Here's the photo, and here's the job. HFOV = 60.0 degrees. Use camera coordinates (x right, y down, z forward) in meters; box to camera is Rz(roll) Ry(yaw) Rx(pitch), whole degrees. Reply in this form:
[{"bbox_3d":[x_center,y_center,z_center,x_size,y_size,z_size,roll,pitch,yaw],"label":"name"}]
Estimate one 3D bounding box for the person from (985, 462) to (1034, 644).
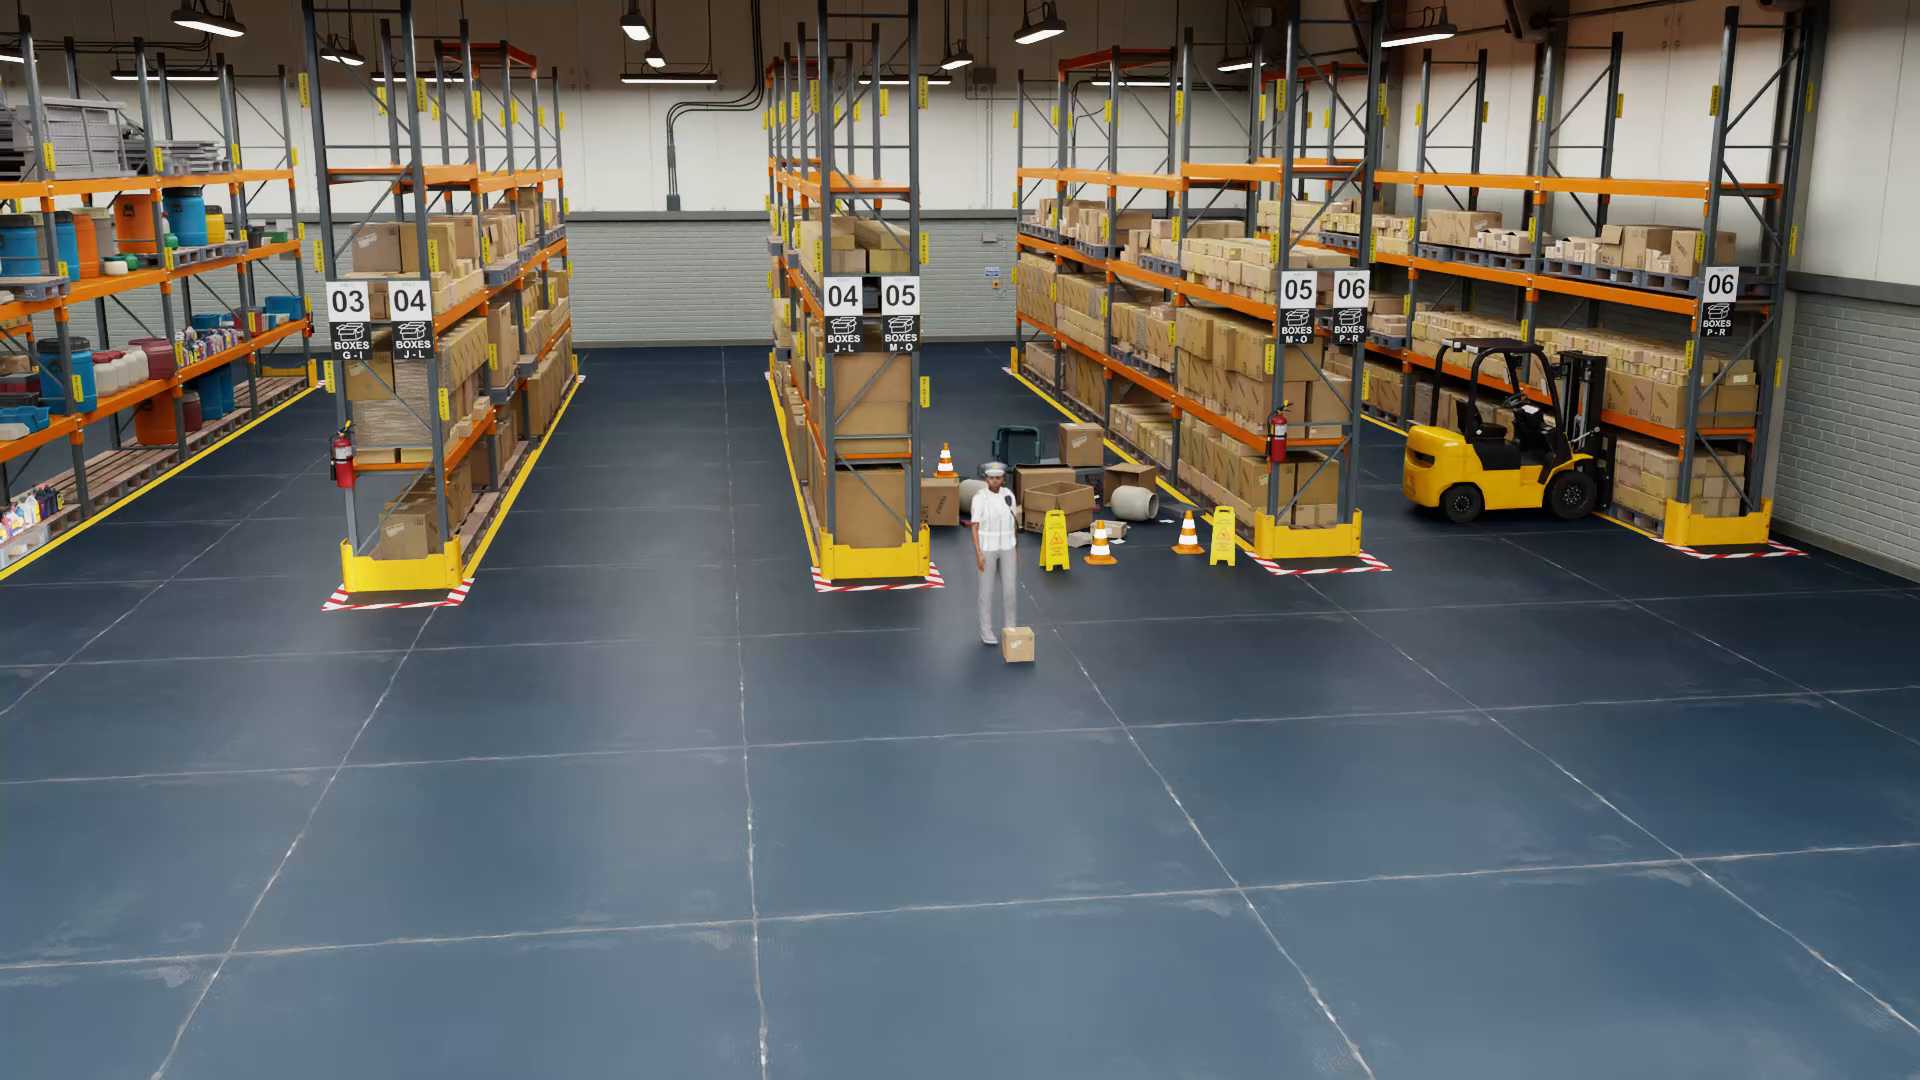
[{"bbox_3d":[0.454,0.108,15.364,0.445,1.693,0.367,-3,14,-13],"label":"person"}]
